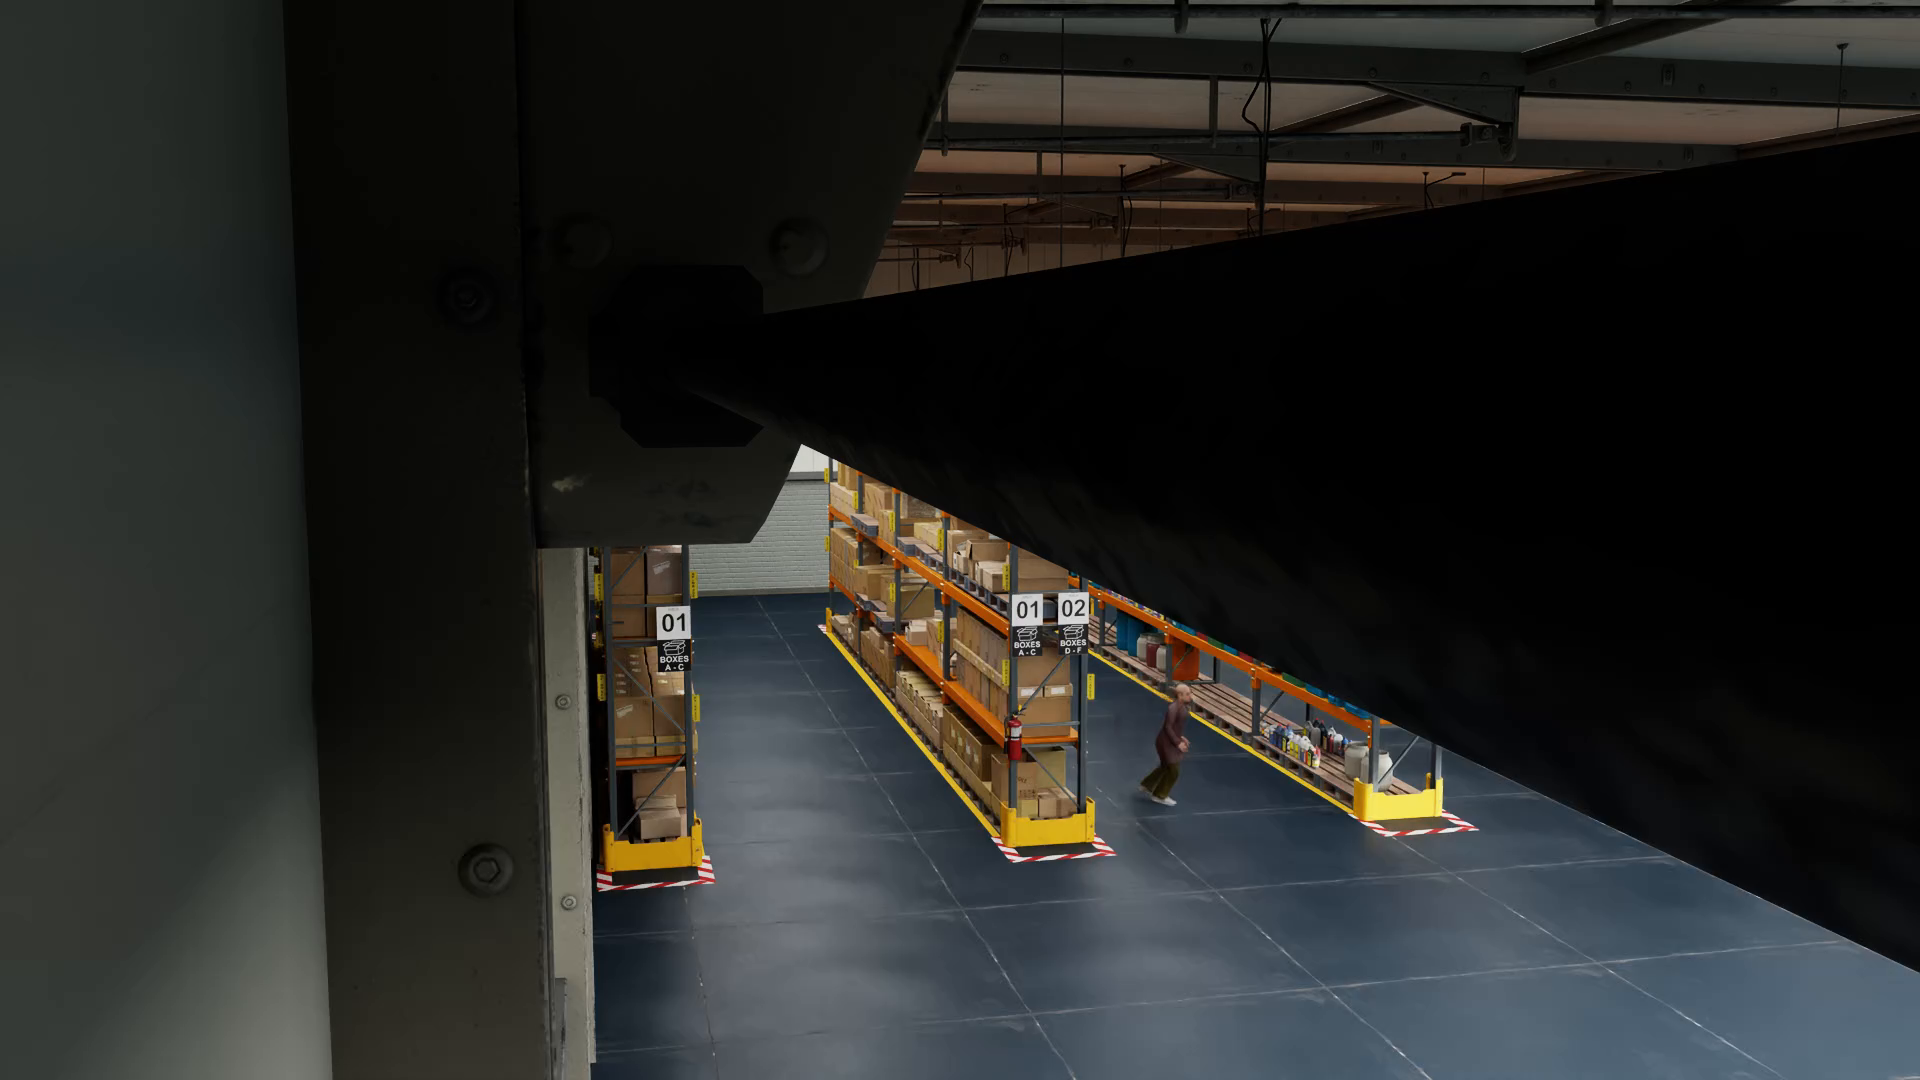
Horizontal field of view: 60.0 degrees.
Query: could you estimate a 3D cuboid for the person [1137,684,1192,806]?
[{"bbox_3d":[2.786,2.794,22.768,0.782,1.717,0.693,2,7,18],"label":"person"}]
